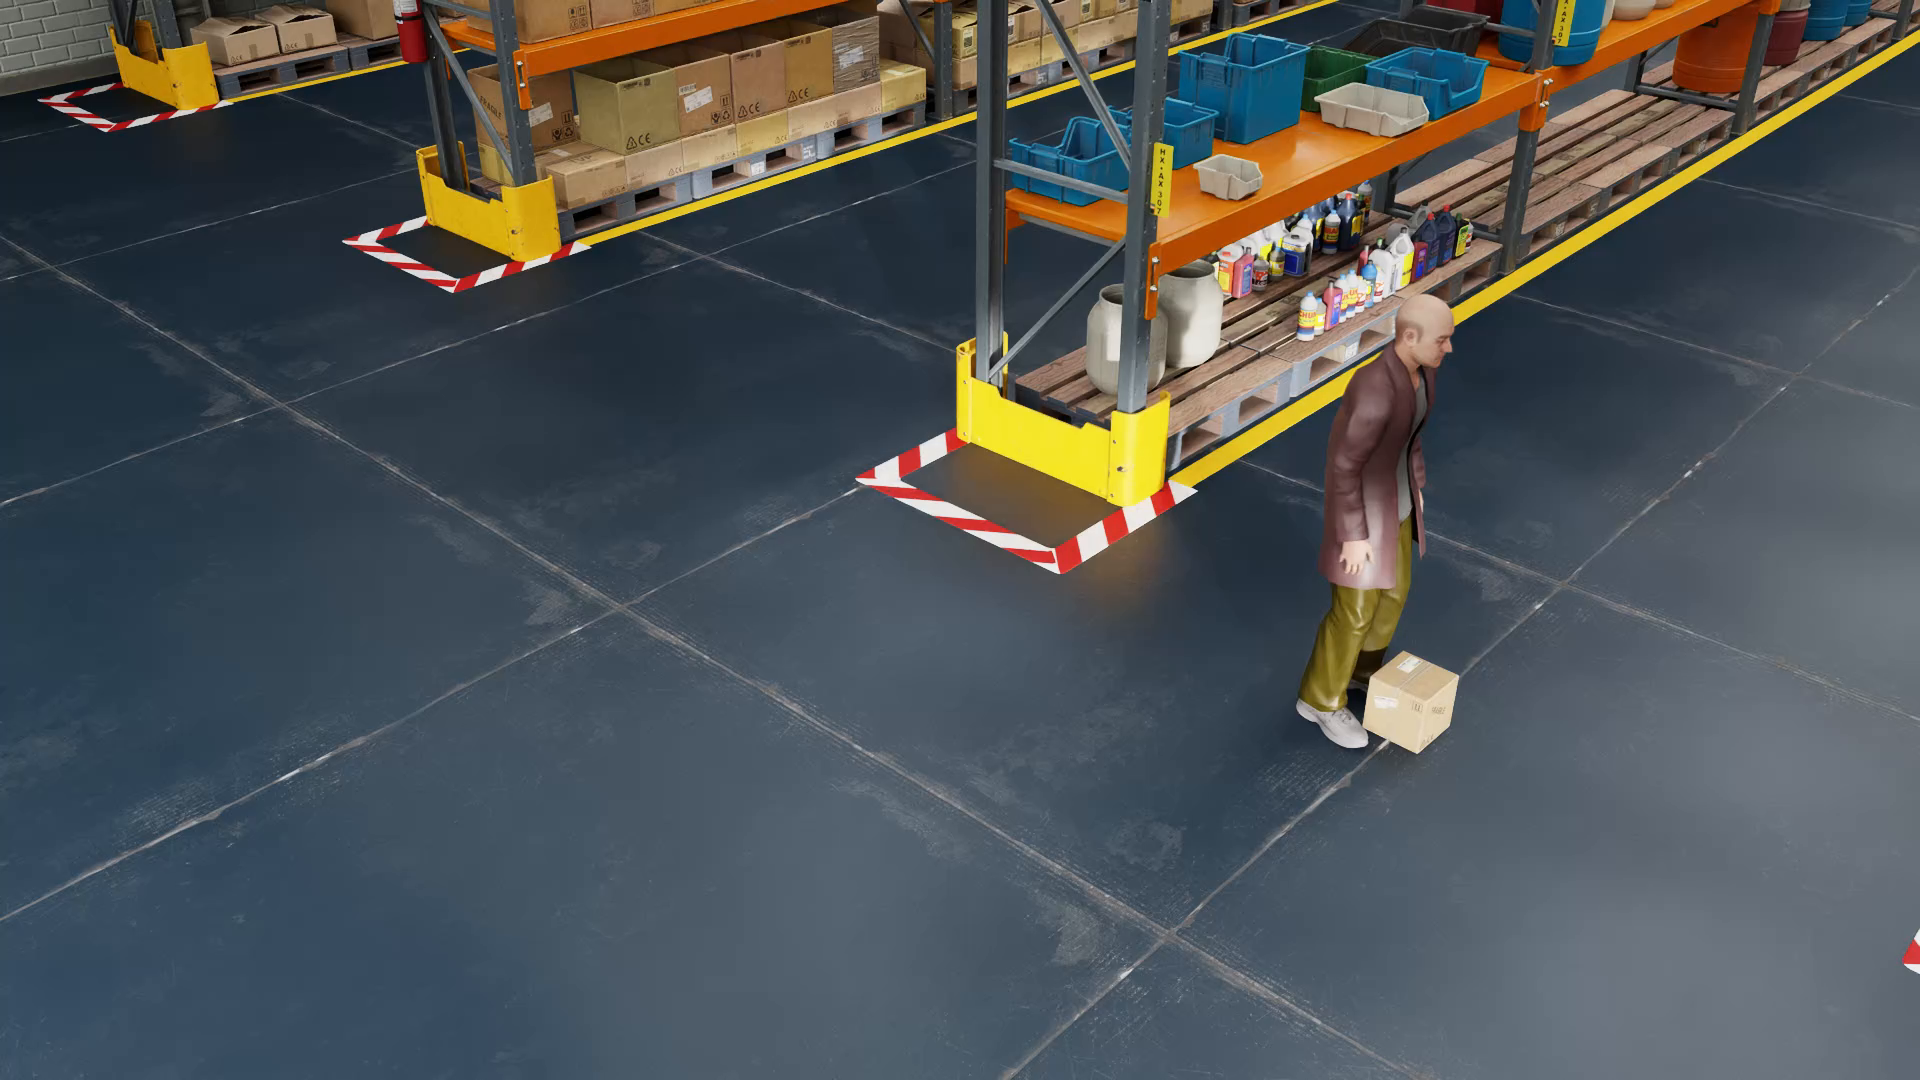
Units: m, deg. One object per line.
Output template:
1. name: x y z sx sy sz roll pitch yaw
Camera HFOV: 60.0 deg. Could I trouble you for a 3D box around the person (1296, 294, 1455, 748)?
1. person: 1.596 -0.104 6.323 0.429 1.772 0.649 22 37 32
